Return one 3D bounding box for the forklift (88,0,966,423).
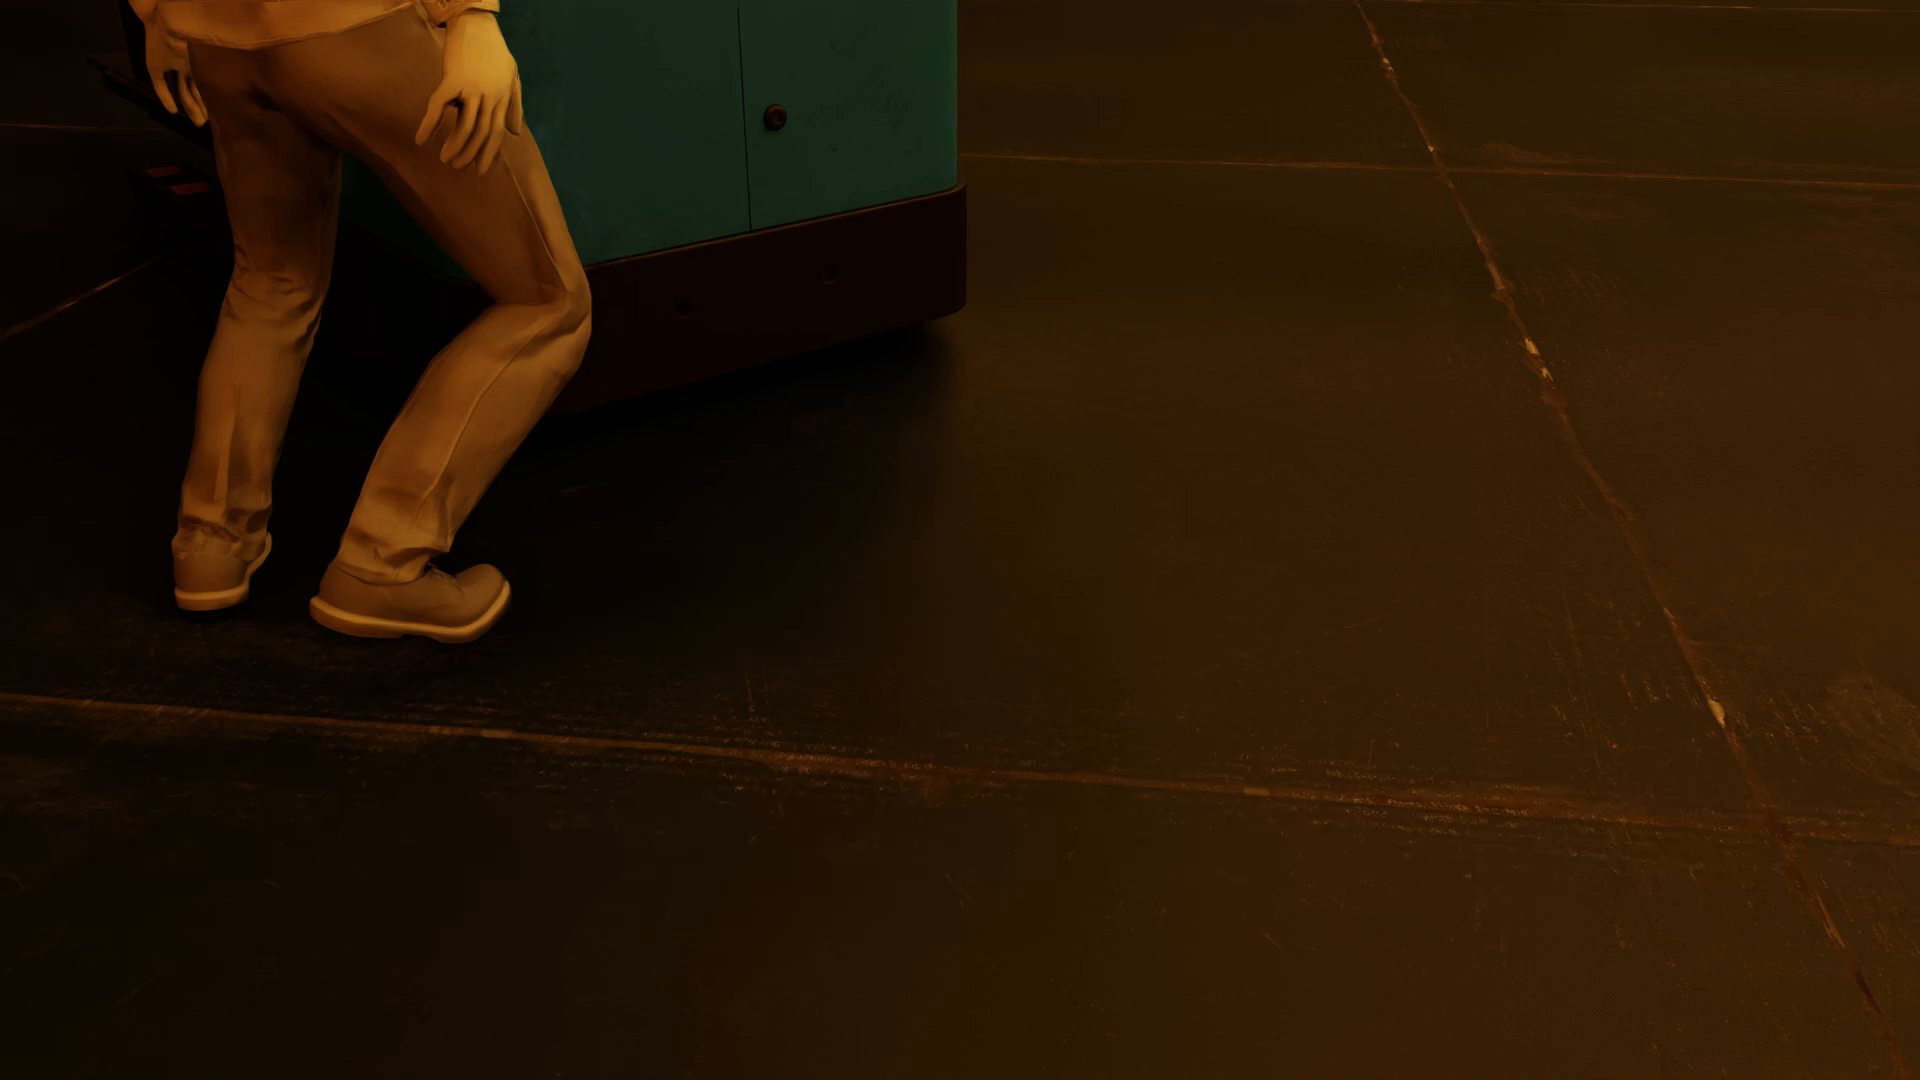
[{"bbox_3d":[-1.306,-2.085,3.396,1.130,2.935,3.031,-20,33,-34],"label":"forklift"}]

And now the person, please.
[{"bbox_3d":[-0.780,-0.608,1.966,0.817,1.587,0.460,18,32,32],"label":"person"}]
